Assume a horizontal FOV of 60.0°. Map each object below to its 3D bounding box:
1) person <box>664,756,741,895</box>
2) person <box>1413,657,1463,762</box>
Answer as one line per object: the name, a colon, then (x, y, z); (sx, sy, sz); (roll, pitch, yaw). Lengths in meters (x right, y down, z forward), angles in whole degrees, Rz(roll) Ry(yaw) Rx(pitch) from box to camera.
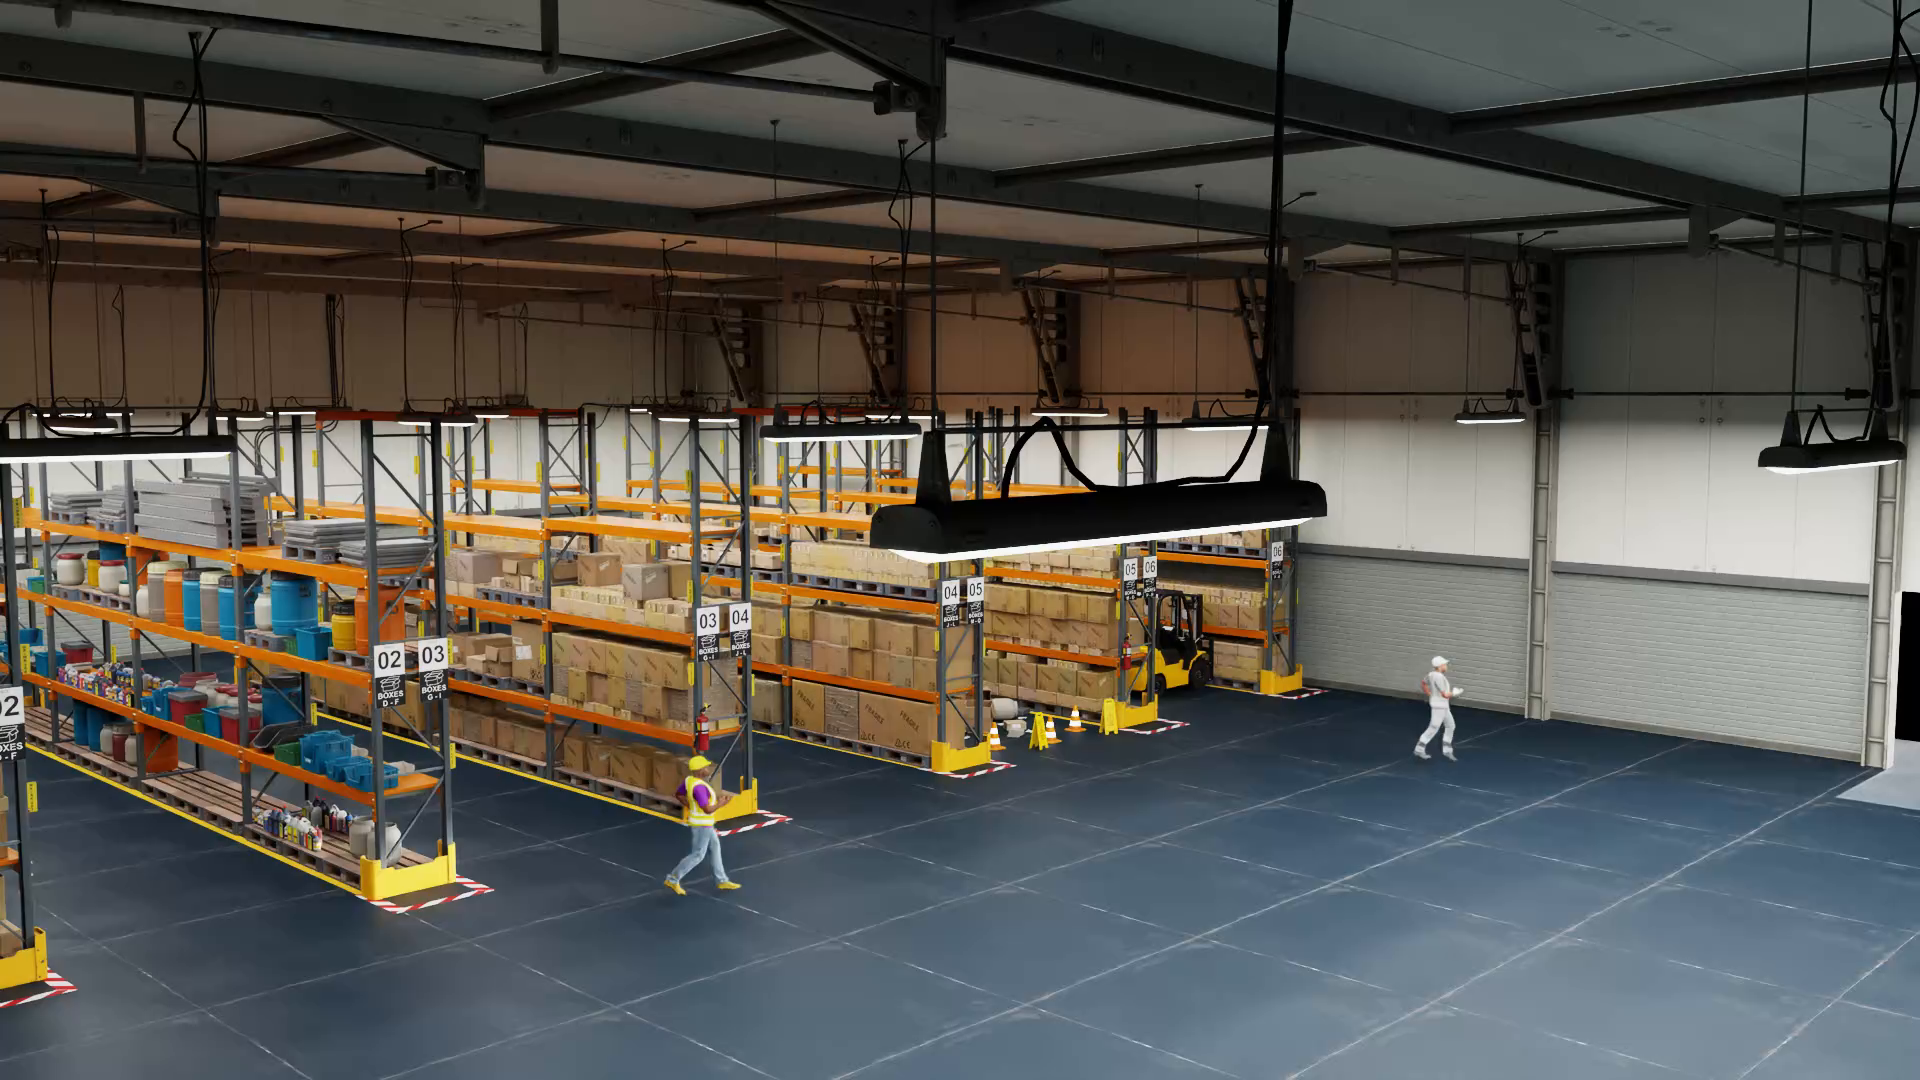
person: (-3.235, 3.570, 20.858); (0.984, 1.752, 0.706); (-1, 5, -16)
person: (8.204, 2.908, 28.489); (0.780, 1.845, 0.647); (1, 5, 11)
